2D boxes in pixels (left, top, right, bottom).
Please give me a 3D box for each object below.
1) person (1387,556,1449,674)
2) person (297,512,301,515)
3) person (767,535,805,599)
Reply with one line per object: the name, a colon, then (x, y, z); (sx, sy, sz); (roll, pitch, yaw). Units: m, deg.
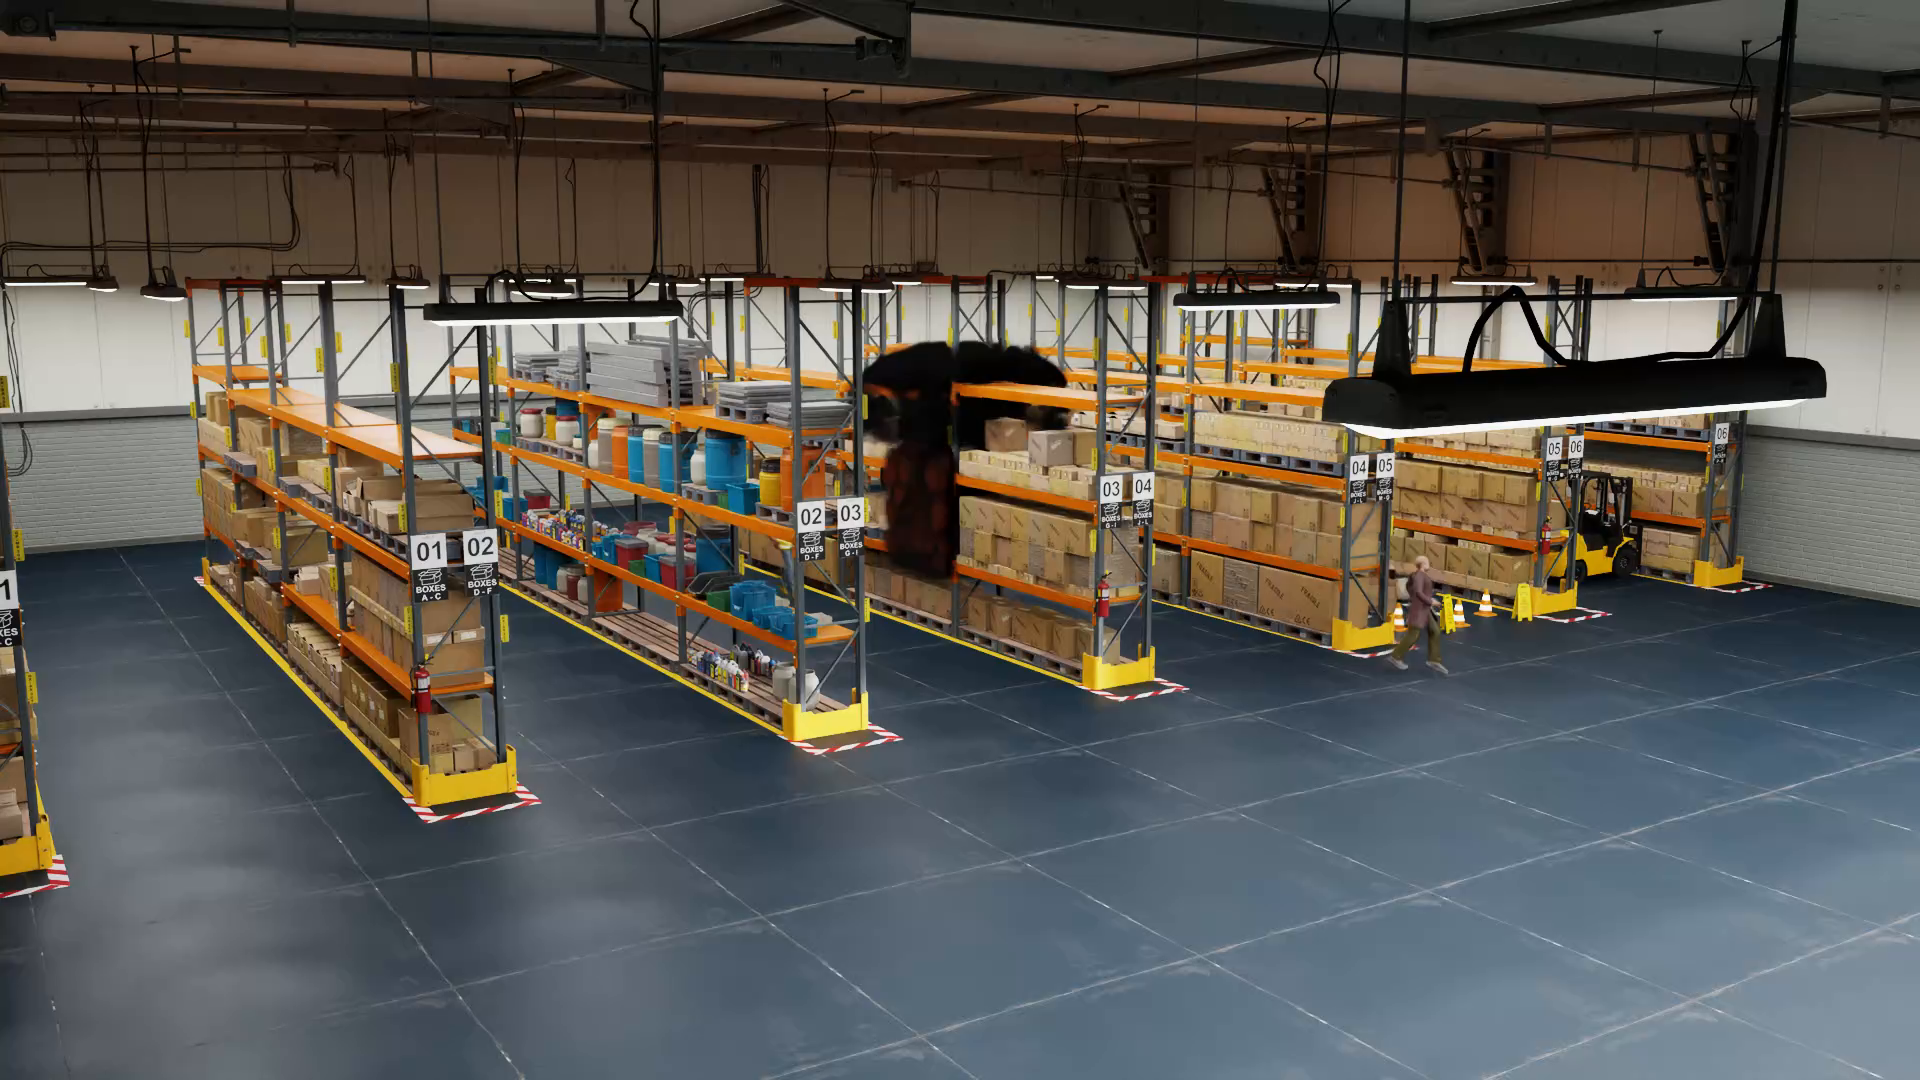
person: (7.186, 1.147, 25.912); (0.937, 1.798, 0.767); (4, 10, 20)
person: (-13.457, -0.207, 34.223); (0.929, 1.678, 0.570); (3, 10, 18)
person: (-3.053, 0.175, 29.940); (0.711, 1.793, 0.901); (-9, 13, -42)
